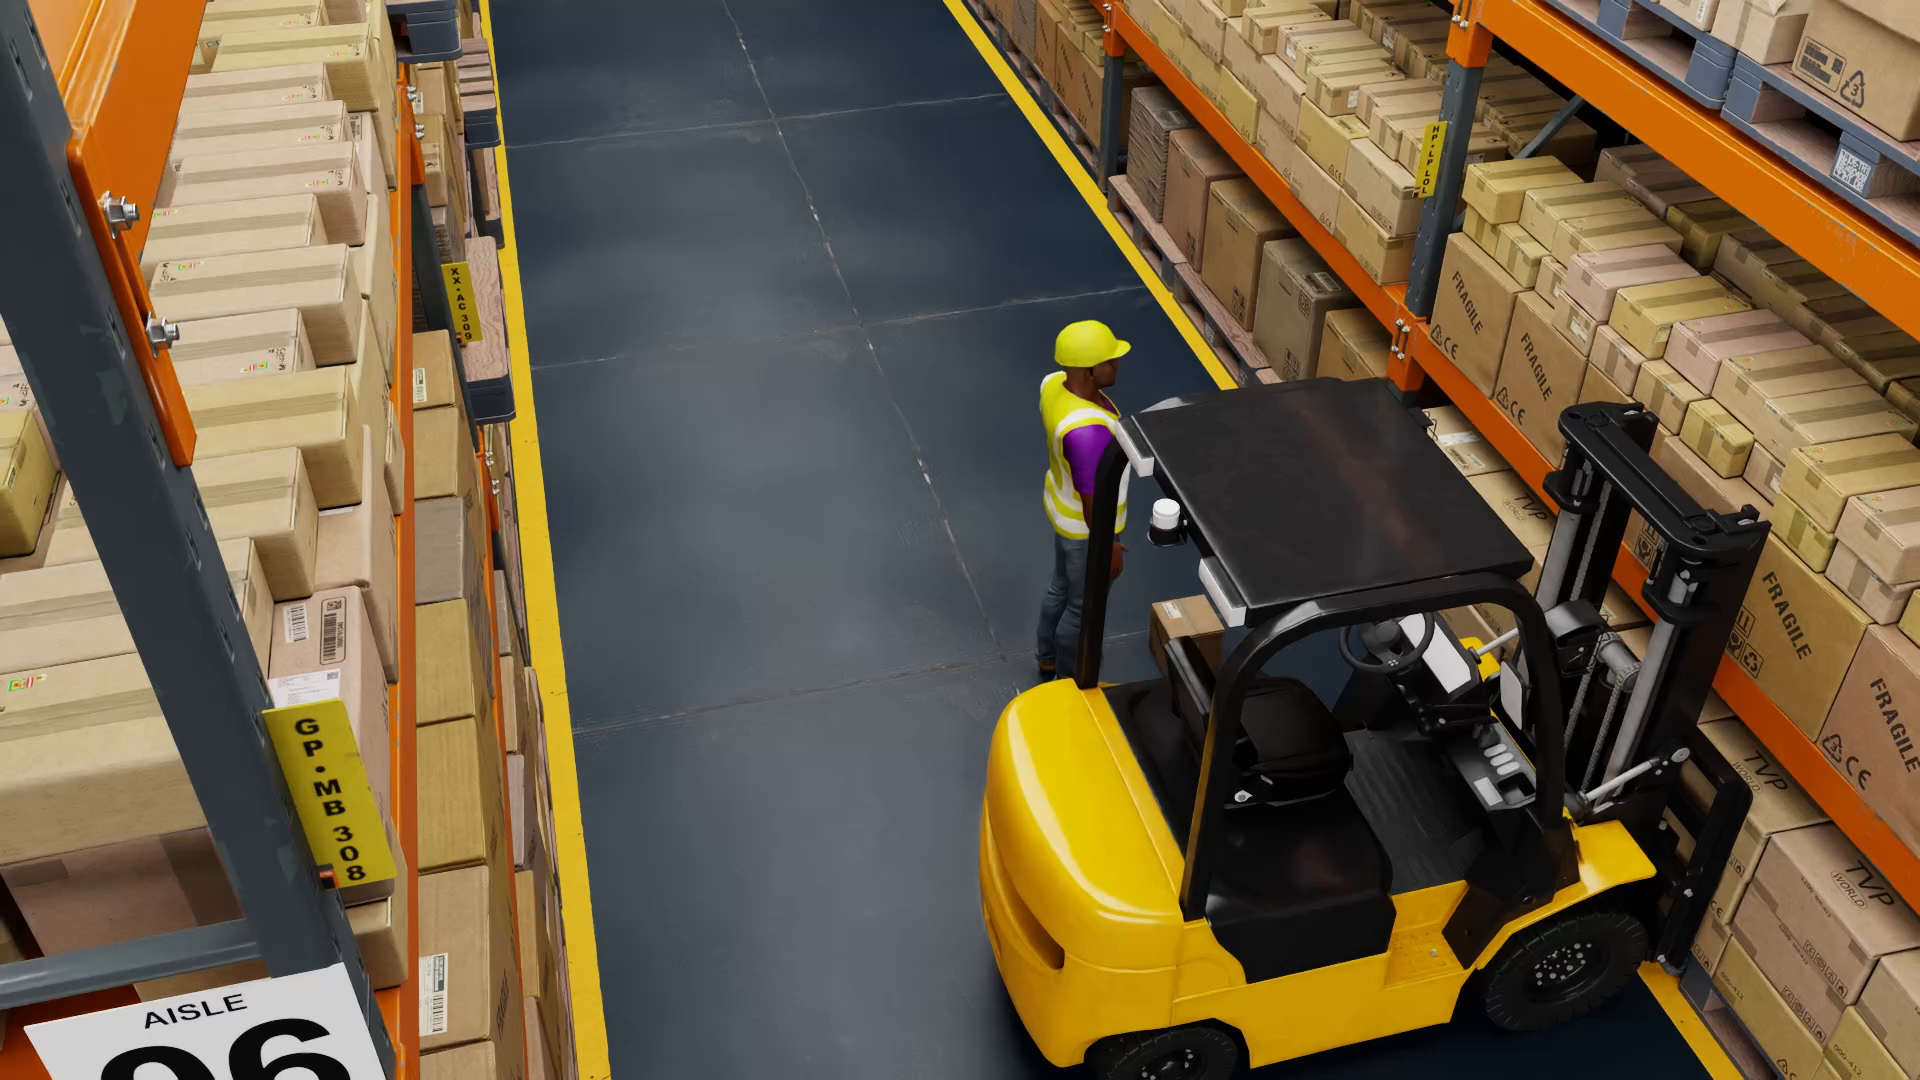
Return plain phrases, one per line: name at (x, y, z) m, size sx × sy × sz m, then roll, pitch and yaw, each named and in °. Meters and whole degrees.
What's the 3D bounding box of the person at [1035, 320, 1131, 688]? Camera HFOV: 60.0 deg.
person at (0.517, -0.104, 6.797) m, size 0.364 × 1.770 × 0.576 m, roll -6°, pitch 38°, yaw -7°
